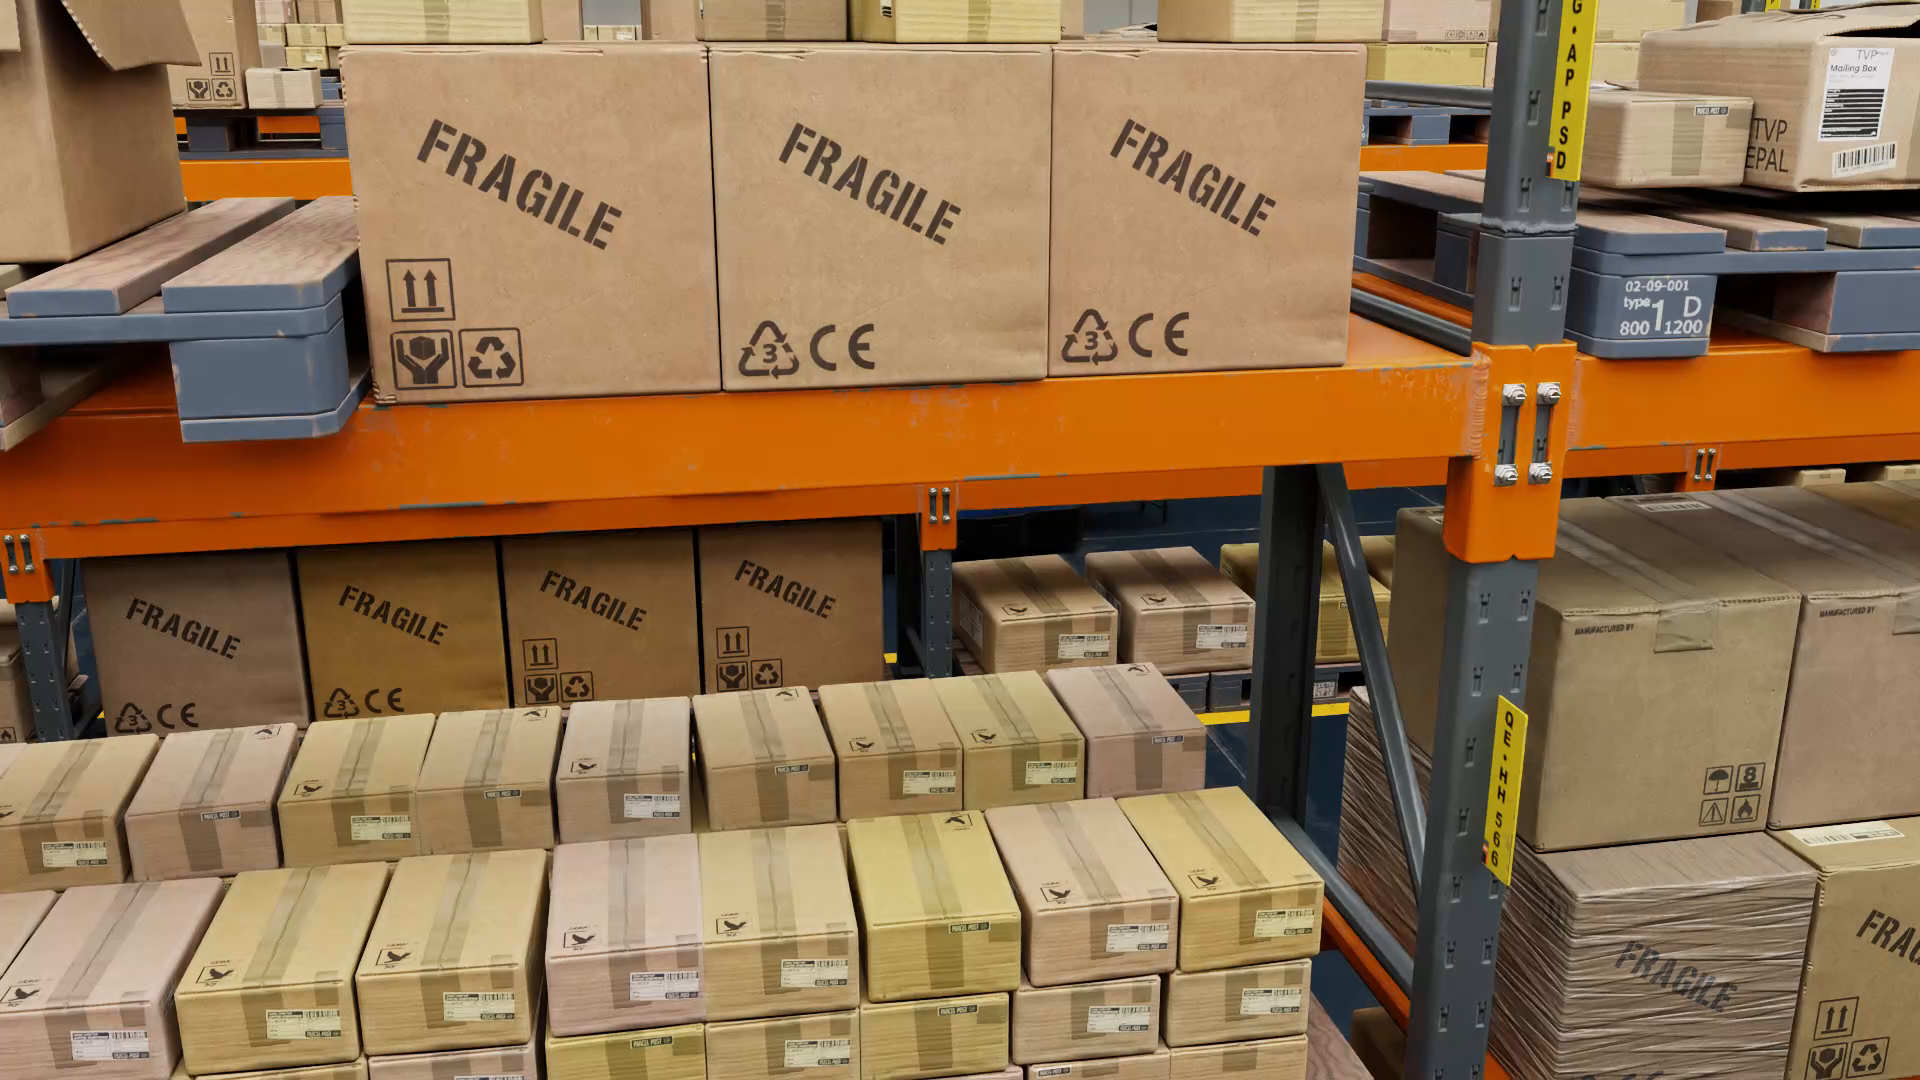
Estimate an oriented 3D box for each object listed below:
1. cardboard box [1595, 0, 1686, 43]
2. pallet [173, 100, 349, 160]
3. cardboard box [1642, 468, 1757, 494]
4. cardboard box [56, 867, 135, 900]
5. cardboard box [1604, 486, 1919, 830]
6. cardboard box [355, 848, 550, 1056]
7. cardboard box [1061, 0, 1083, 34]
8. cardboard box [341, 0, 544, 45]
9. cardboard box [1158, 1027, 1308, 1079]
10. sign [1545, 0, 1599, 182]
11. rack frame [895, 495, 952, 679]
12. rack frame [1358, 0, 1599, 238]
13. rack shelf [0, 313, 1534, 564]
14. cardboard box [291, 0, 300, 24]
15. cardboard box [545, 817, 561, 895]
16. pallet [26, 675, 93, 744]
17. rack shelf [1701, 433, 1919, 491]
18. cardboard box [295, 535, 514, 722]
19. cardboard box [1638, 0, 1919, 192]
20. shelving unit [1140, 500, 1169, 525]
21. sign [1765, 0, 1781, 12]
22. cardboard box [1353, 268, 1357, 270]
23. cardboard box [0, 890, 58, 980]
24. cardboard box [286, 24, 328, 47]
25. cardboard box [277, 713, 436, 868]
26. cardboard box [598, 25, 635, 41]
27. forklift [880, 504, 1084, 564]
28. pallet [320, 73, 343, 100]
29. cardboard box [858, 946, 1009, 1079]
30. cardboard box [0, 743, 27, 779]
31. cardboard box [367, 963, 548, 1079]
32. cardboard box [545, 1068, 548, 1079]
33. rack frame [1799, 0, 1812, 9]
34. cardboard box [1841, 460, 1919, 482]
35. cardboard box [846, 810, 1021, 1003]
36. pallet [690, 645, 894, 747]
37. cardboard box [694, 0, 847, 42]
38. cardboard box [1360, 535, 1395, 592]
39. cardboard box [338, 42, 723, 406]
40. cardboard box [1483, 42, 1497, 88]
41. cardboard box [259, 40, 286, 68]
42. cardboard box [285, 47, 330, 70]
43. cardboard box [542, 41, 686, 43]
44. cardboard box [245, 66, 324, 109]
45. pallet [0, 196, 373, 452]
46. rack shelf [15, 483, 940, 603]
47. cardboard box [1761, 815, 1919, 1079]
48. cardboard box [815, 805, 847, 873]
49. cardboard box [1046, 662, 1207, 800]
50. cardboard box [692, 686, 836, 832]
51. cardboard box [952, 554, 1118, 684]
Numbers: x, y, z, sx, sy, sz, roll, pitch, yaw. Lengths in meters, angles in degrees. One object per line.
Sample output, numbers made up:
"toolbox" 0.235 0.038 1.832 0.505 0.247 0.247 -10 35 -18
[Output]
"cardboard box" 3.189 -2.576 8.170 0.500 0.250 0.500 -3 17 -9
"pallet" -3.230 -1.805 7.298 1.217 0.209 0.805 -4 18 -13
"cardboard box" 4.264 -0.198 9.539 0.500 0.500 0.500 -3 17 -11
"cardboard box" -1.703 0.663 3.250 0.250 0.149 0.380 -4 18 -13
"cardboard box" 1.784 0.225 3.599 0.500 0.500 0.700 -3 17 -11
"cardboard box" -0.819 0.667 2.732 0.250 0.149 0.380 -2 17 -8
"cardboard box" 0.618 -3.808 12.437 0.500 0.500 0.500 -3 17 -9
"cardboard box" -0.762 -0.872 2.458 0.258 0.266 0.396 -3 17 -10
"cardboard box" 0.448 0.880 3.050 0.250 0.149 0.380 -3 17 -10
"sign" 0.946 -0.724 2.569 0.005 0.325 0.100 -3 17 -10
"rack frame" -0.193 -0.620 8.223 0.127 3.000 1.000 -3 17 -10
"rack frame" 0.845 -2.067 2.714 0.127 3.000 1.000 -3 17 -10
"rack shelf" -1.119 -0.178 2.898 4.000 0.370 1.077 -3 17 -10
"cardboard box" -4.779 -3.768 11.691 0.258 0.266 0.396 -3 17 -11
"cardboard box" -0.932 0.619 3.393 0.250 0.149 0.380 -3 17 -11
"pallet" -4.882 0.955 7.842 1.213 0.211 1.003 -3 17 -10
"rack shelf" 5.698 -0.611 9.416 4.000 0.370 1.077 -3 17 -10
"cardboard box" -2.642 0.307 8.106 0.875 0.875 0.875 -3 17 -9
"cardboard box" 1.597 -0.816 3.016 0.500 0.311 0.500 -3 17 -10
"shelving unit" 1.033 -0.840 11.493 0.755 1.500 0.431 -6 18 -18
"sign" 3.843 -2.553 7.854 0.005 0.325 0.100 -3 17 -10
"cardboard box" 1.737 -1.207 8.741 0.500 0.500 0.500 -4 18 -13
"cardboard box" -1.587 0.711 2.588 0.250 0.149 0.380 -3 17 -11
"cardboard box" -4.441 -3.458 11.390 0.250 0.149 0.380 -3 17 -10
"cardboard box" -1.181 0.492 3.300 0.250 0.149 0.380 -3 17 -11
"cardboard box" -2.447 -3.584 11.833 0.250 0.149 0.380 -4 17 -12
"forklift" -0.753 -1.323 10.629 3.031 2.935 1.130 -6 18 -18
"pallet" -4.412 -3.188 11.795 1.003 0.211 1.213 -3 17 -10
"cardboard box" -0.073 0.768 2.910 0.250 0.149 0.380 -3 17 -9
"cardboard box" -1.950 0.536 3.156 0.250 0.149 0.380 -3 17 -11
"cardboard box" -0.820 0.809 2.774 0.250 0.149 0.380 -3 17 -9
"cardboard box" -0.813 0.950 2.822 0.250 0.149 0.380 -3 17 -9
"rack frame" 6.716 -5.364 13.451 0.127 3.000 1.000 -3 17 -10
"cardboard box" 5.003 -0.372 9.000 0.250 0.149 0.380 -3 17 -8
"cardboard box" -0.054 0.623 2.873 0.250 0.149 0.380 -3 17 -9
"pallet" -0.982 0.735 8.560 1.213 0.211 1.003 -3 17 -10
"cardboard box" -0.354 -1.049 3.036 0.258 0.266 0.396 -3 17 -10
"cardboard box" 2.514 0.283 9.041 0.625 0.372 0.950 -2 17 -7
"cardboard box" -0.648 -0.517 2.608 0.500 0.500 0.500 -3 17 -10
"cardboard box" 2.690 -2.305 8.139 0.500 0.250 0.500 -3 17 -10
"cardboard box" -3.295 -2.099 7.365 0.500 0.311 0.500 -3 17 -10
"cardboard box" -4.437 -3.297 11.371 0.250 0.149 0.380 -3 17 -10
"cardboard box" -0.746 -0.666 3.093 0.500 0.500 0.500 -3 17 -10
"cardboard box" -2.812 -1.890 6.931 0.250 0.166 0.380 -4 18 -14
"pallet" -1.438 -0.383 2.660 1.003 0.211 1.213 -3 17 -10
"rack shelf" -2.157 -0.165 7.966 4.000 0.370 1.077 -3 17 -10
"cardboard box" 1.836 0.777 3.503 0.500 0.500 0.500 -3 17 -11
"cardboard box" -0.195 0.579 3.525 0.250 0.149 0.380 -4 17 -12
"cardboard box" 0.350 0.406 3.580 0.250 0.149 0.380 -3 17 -10
"cardboard box" -0.411 0.449 3.442 0.250 0.149 0.380 -4 18 -13
"cardboard box" 0.363 0.406 8.640 0.625 0.372 0.950 -4 18 -14
